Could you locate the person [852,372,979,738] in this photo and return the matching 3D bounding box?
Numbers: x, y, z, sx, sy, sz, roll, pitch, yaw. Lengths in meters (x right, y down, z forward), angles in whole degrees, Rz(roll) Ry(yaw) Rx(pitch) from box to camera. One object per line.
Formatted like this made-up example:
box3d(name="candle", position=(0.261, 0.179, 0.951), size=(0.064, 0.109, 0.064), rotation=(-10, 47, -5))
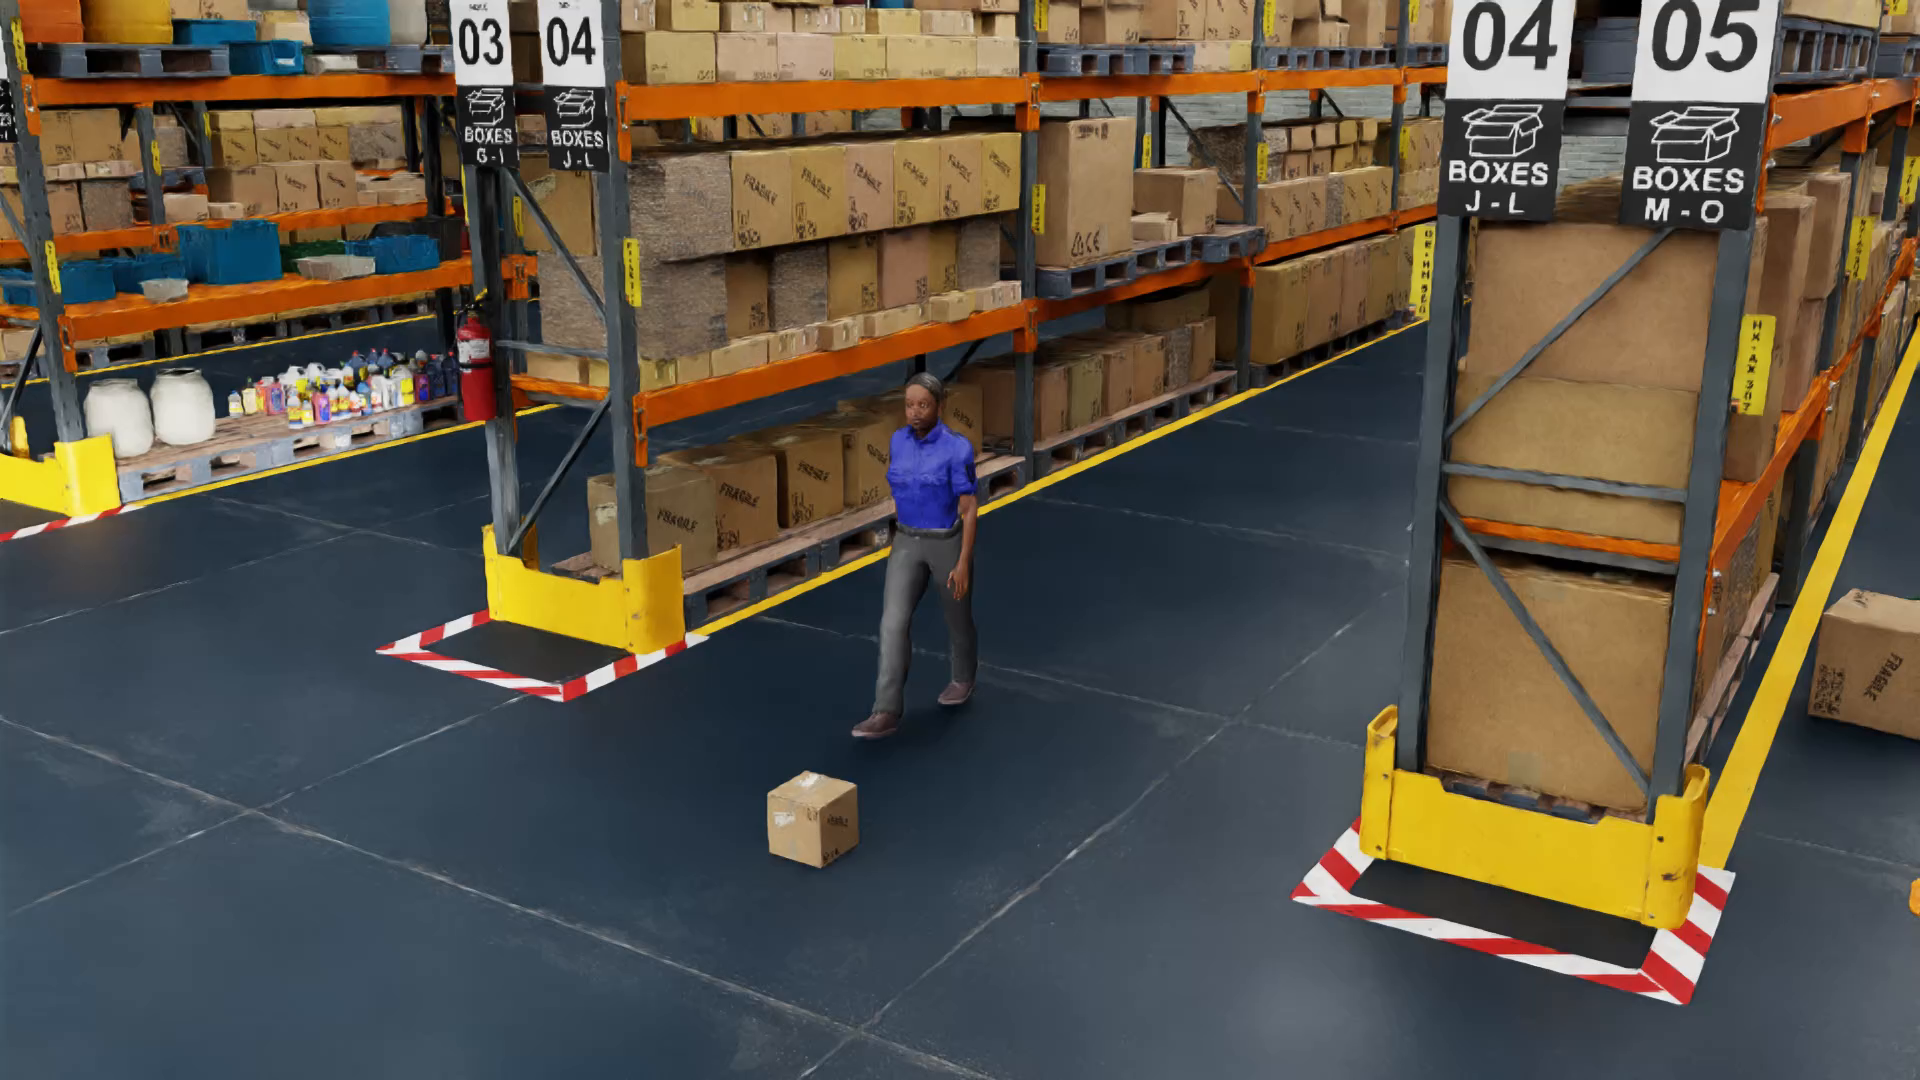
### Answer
box3d(name="person", position=(-0.142, 0.054, 7.354), size=(0.468, 1.597, 0.928), rotation=(7, 18, 22))
